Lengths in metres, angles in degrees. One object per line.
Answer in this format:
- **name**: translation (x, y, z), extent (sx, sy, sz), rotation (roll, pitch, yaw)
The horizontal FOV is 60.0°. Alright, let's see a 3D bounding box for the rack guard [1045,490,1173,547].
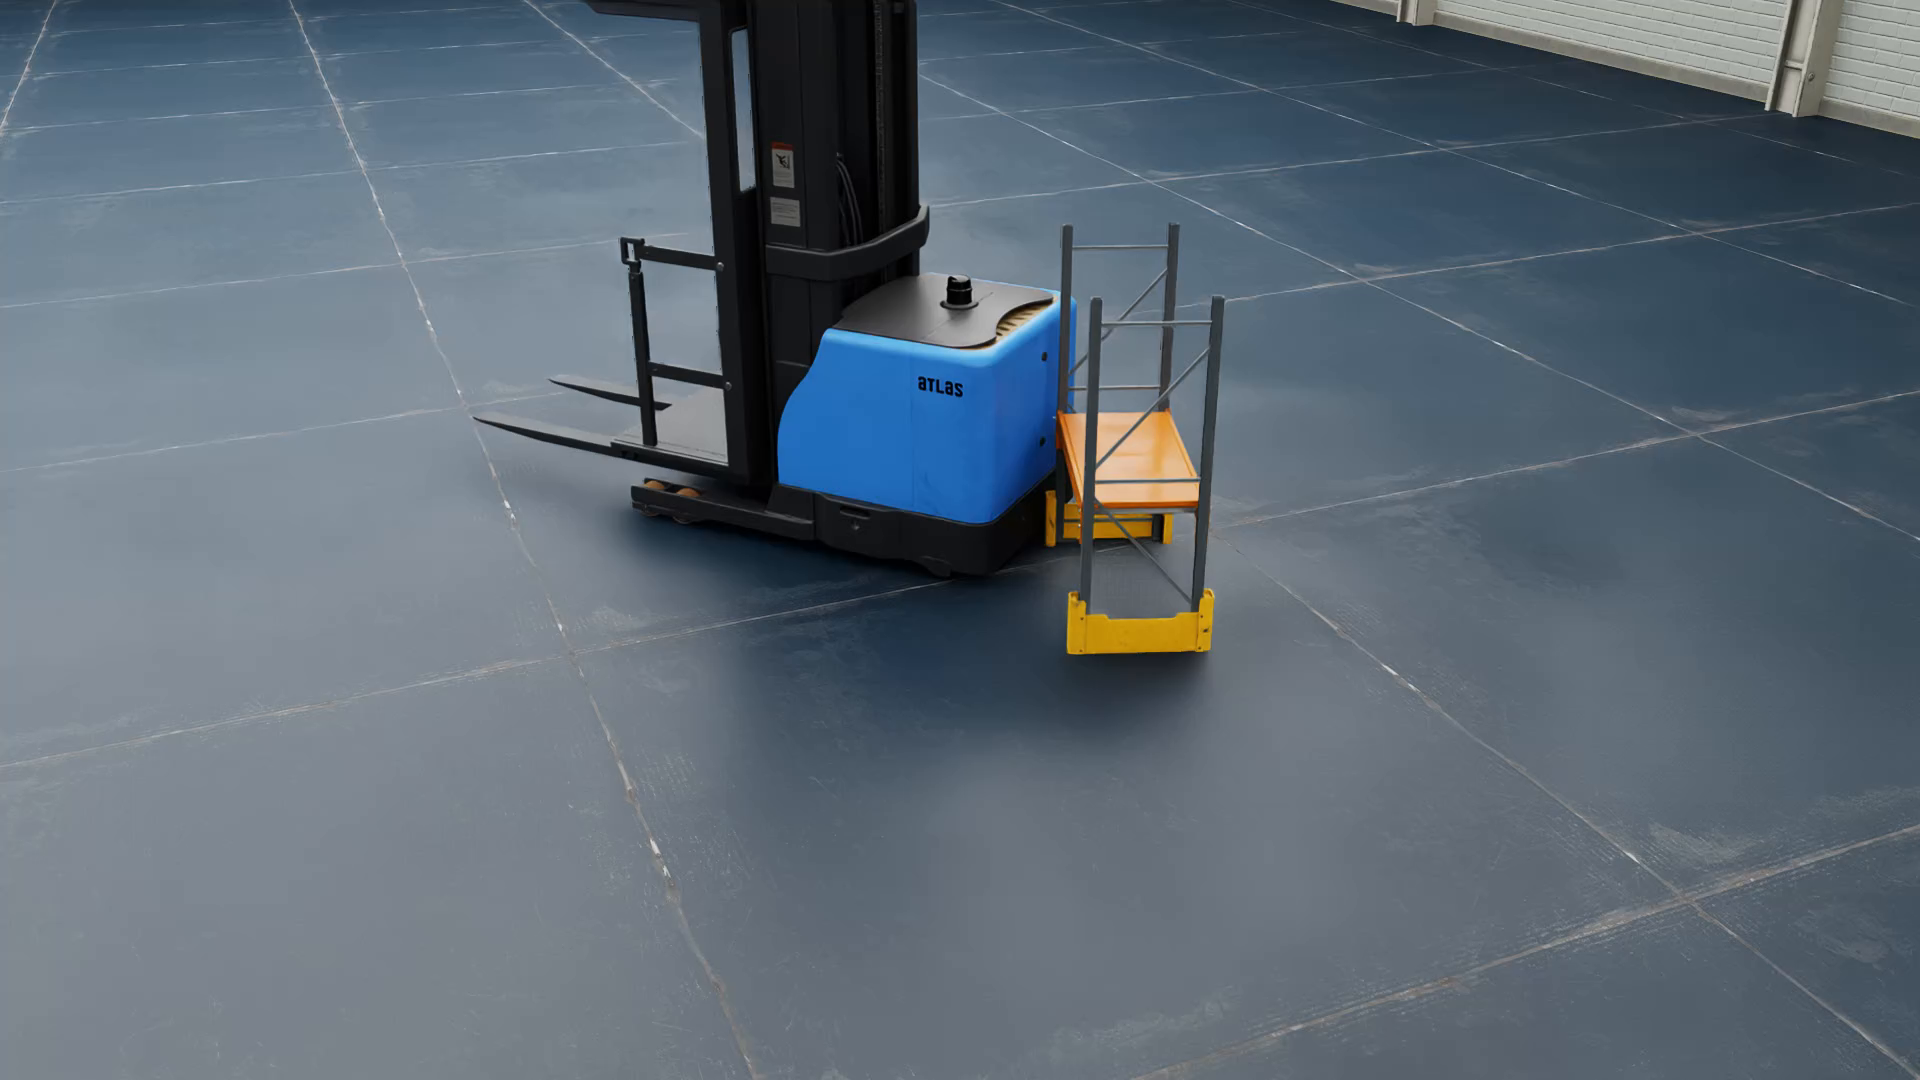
- **rack guard**: translation (0.688, -0.102, 7.675), extent (0.587, 0.250, 0.087), rotation (-1, 26, -2)

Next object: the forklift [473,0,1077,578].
- **forklift**: translation (-1.003, -1.586, 7.657), extent (3.031, 2.935, 1.130), rotation (12, 29, 24)

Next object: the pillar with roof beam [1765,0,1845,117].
- **pillar with roof beam**: translation (4.238, -7.524, 12.903), extent (9.100, 9.000, 0.400), rotation (-11, 28, -21)

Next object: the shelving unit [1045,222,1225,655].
- **shelving unit**: translation (0.711, -0.446, 6.953), extent (0.587, 1.500, 1.083), rotation (-1, 26, -2)

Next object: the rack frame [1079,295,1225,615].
- **rack frame**: translation (0.734, -0.227, 6.505), extent (0.500, 1.500, 0.032), rotation (-1, 26, -2)

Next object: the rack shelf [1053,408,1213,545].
- **rack shelf**: translation (0.710, -0.288, 7.041), extent (0.538, 0.185, 1.000), rotation (-1, 26, -2)

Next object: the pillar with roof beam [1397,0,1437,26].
- **pillar with roof beam**: translation (1.888, -9.946, 17.864), extent (9.100, 9.000, 0.400), rotation (-11, 28, -21)

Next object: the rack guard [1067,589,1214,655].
- **rack guard**: translation (0.734, 0.334, 6.781), extent (0.587, 0.250, 0.087), rotation (-1, 26, -2)

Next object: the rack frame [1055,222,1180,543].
- **rack frame**: translation (0.687, -0.672, 7.418), extent (0.500, 1.500, 0.032), rotation (-1, 26, -2)
